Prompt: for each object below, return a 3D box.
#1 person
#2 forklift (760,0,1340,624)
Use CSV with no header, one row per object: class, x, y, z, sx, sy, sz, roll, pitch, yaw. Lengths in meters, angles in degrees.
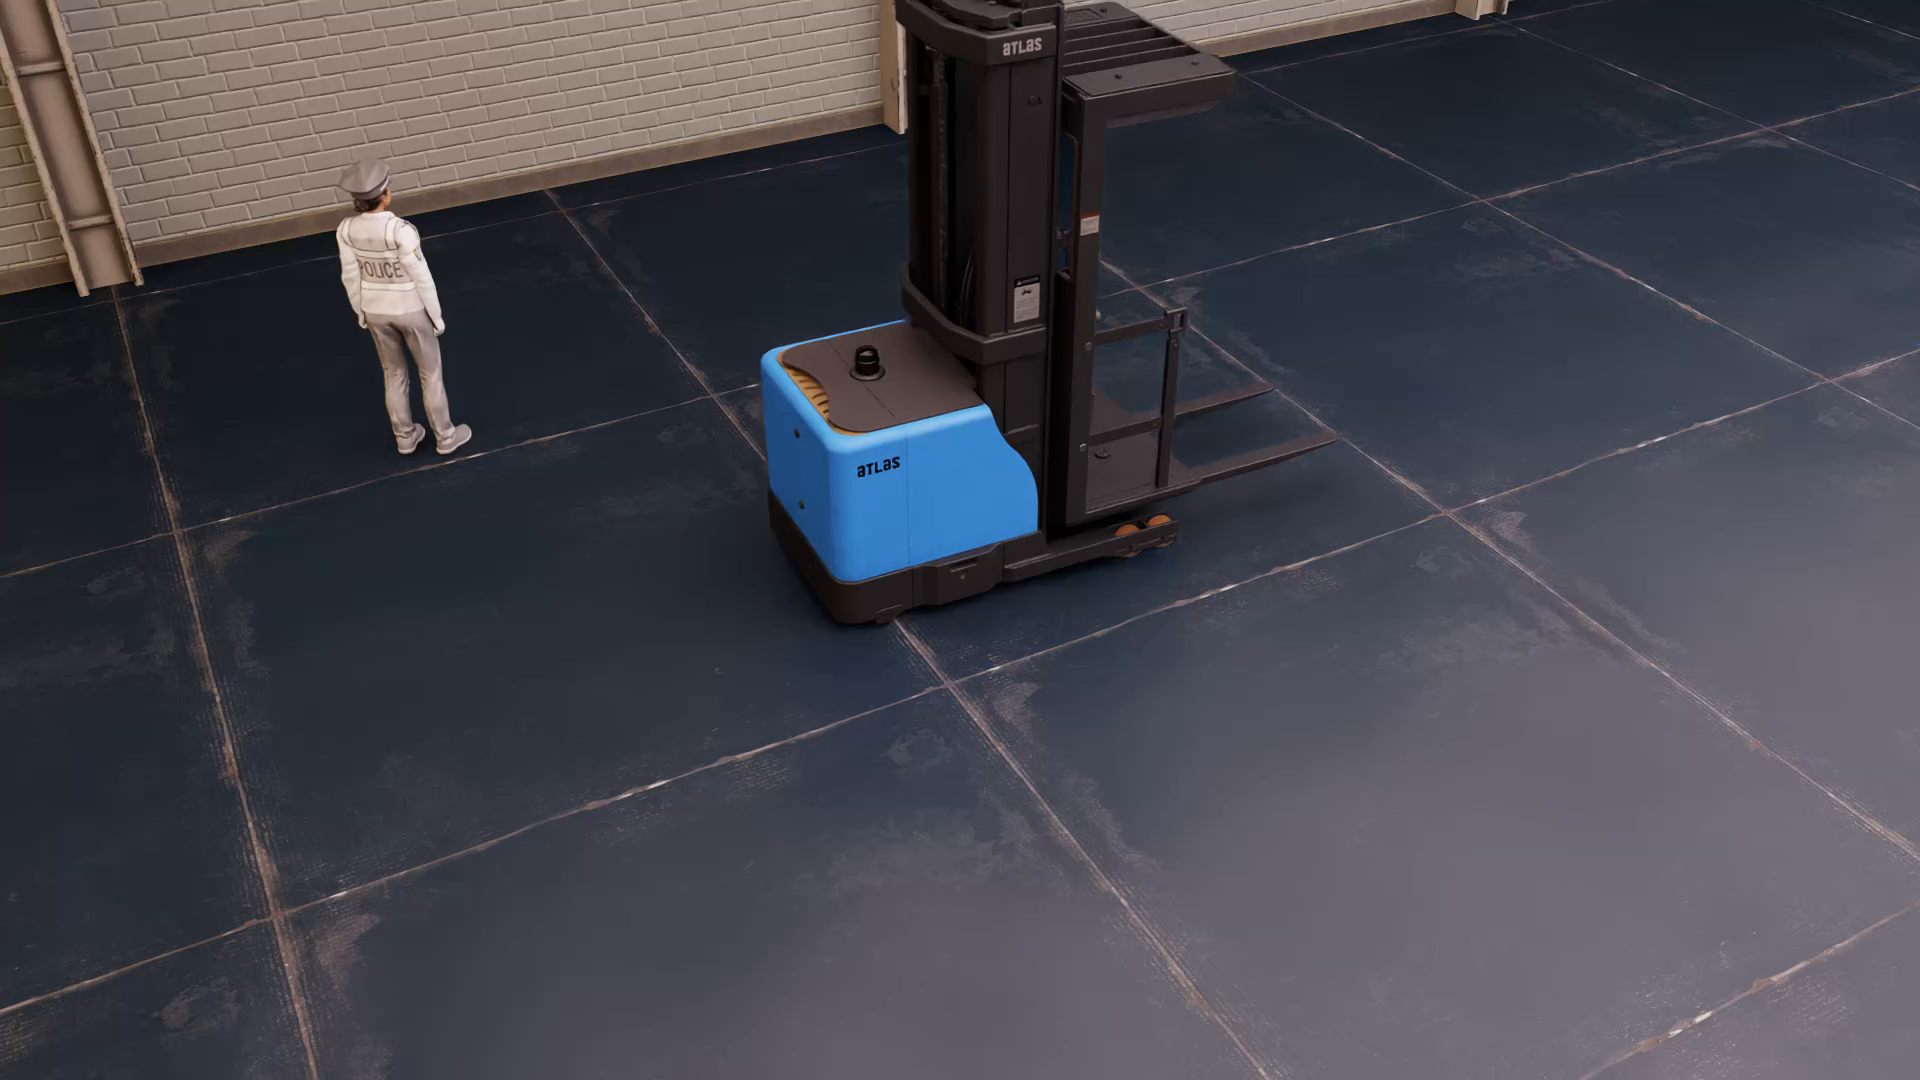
person,-3.015,-1.232,8.948,0.485,1.690,0.335,4,35,6
forklift,0.566,-1.367,8.057,3.031,2.935,1.130,-16,38,-21
